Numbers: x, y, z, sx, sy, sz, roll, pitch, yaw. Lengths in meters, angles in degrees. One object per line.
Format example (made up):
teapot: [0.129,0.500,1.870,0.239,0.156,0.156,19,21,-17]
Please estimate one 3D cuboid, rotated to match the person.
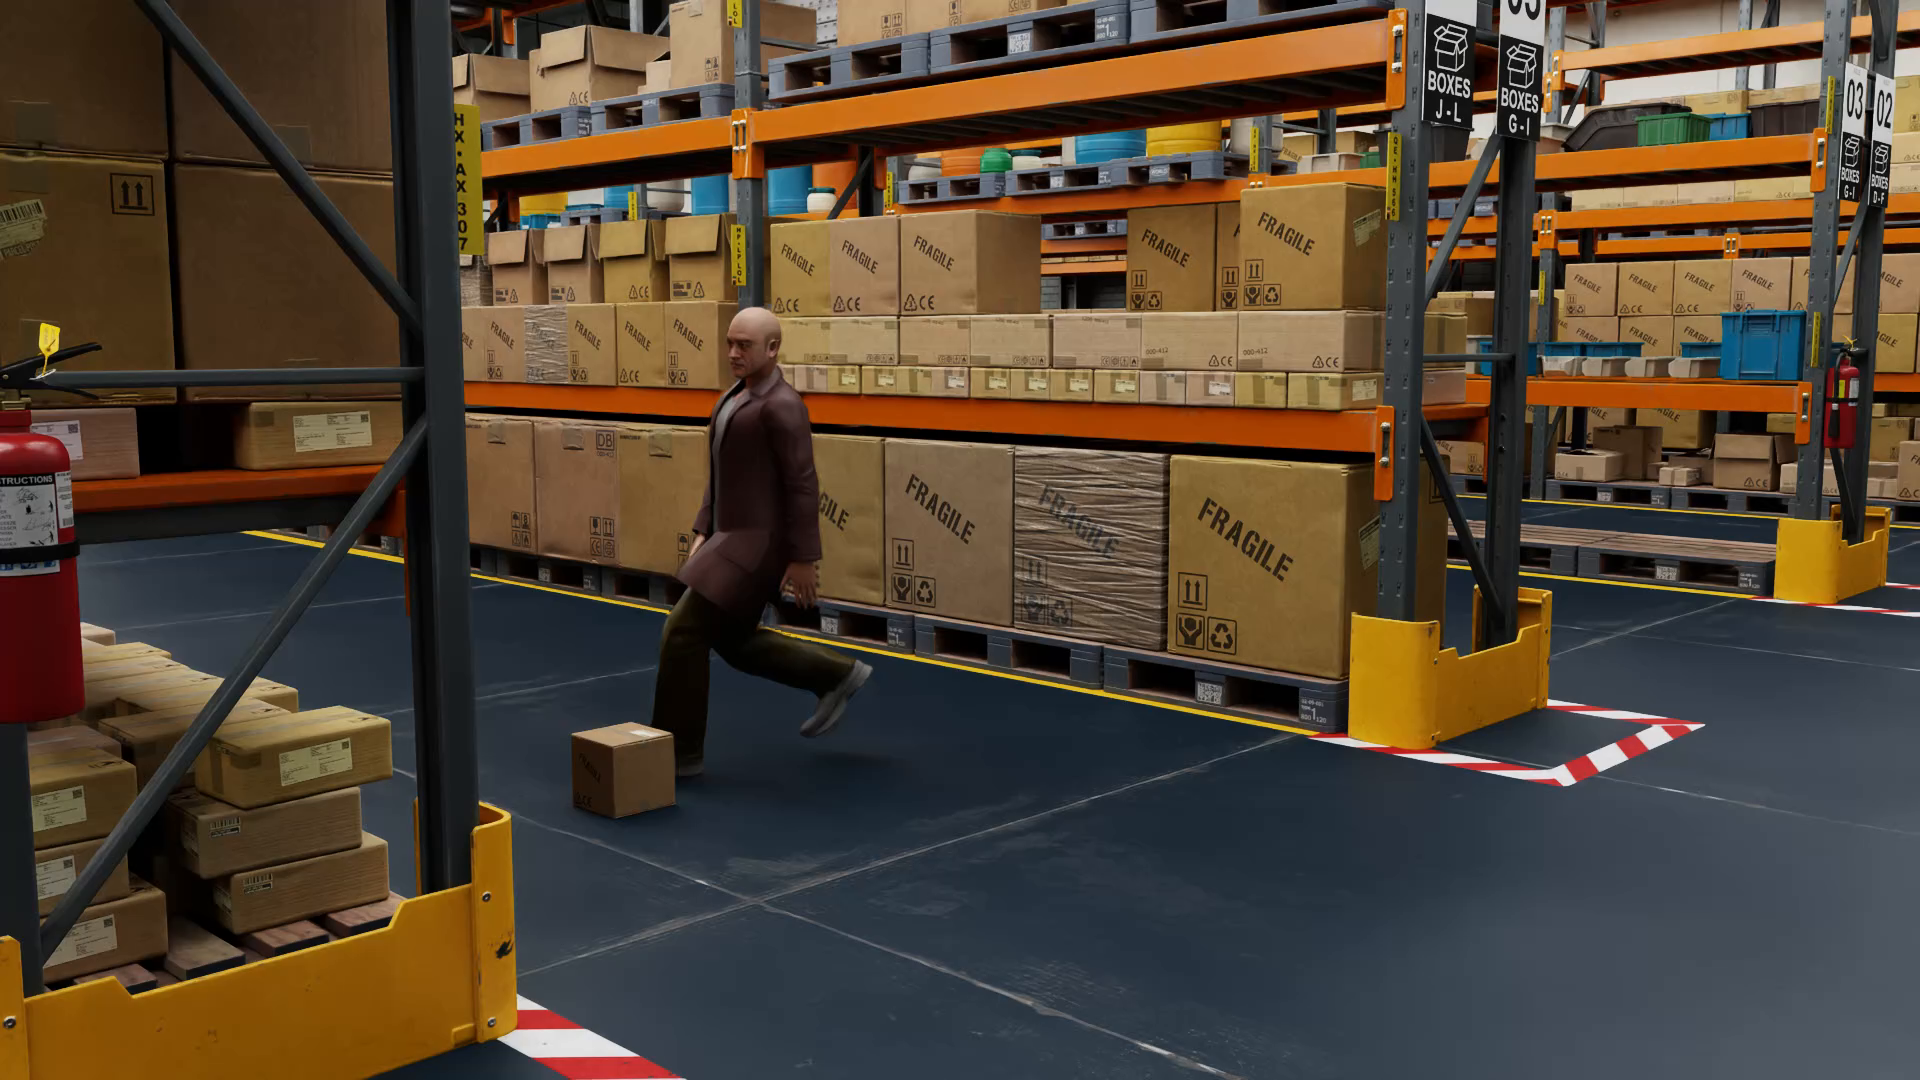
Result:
person: [-0.797,0.008,6.047,1.049,1.692,0.588,-3,7,-21]
